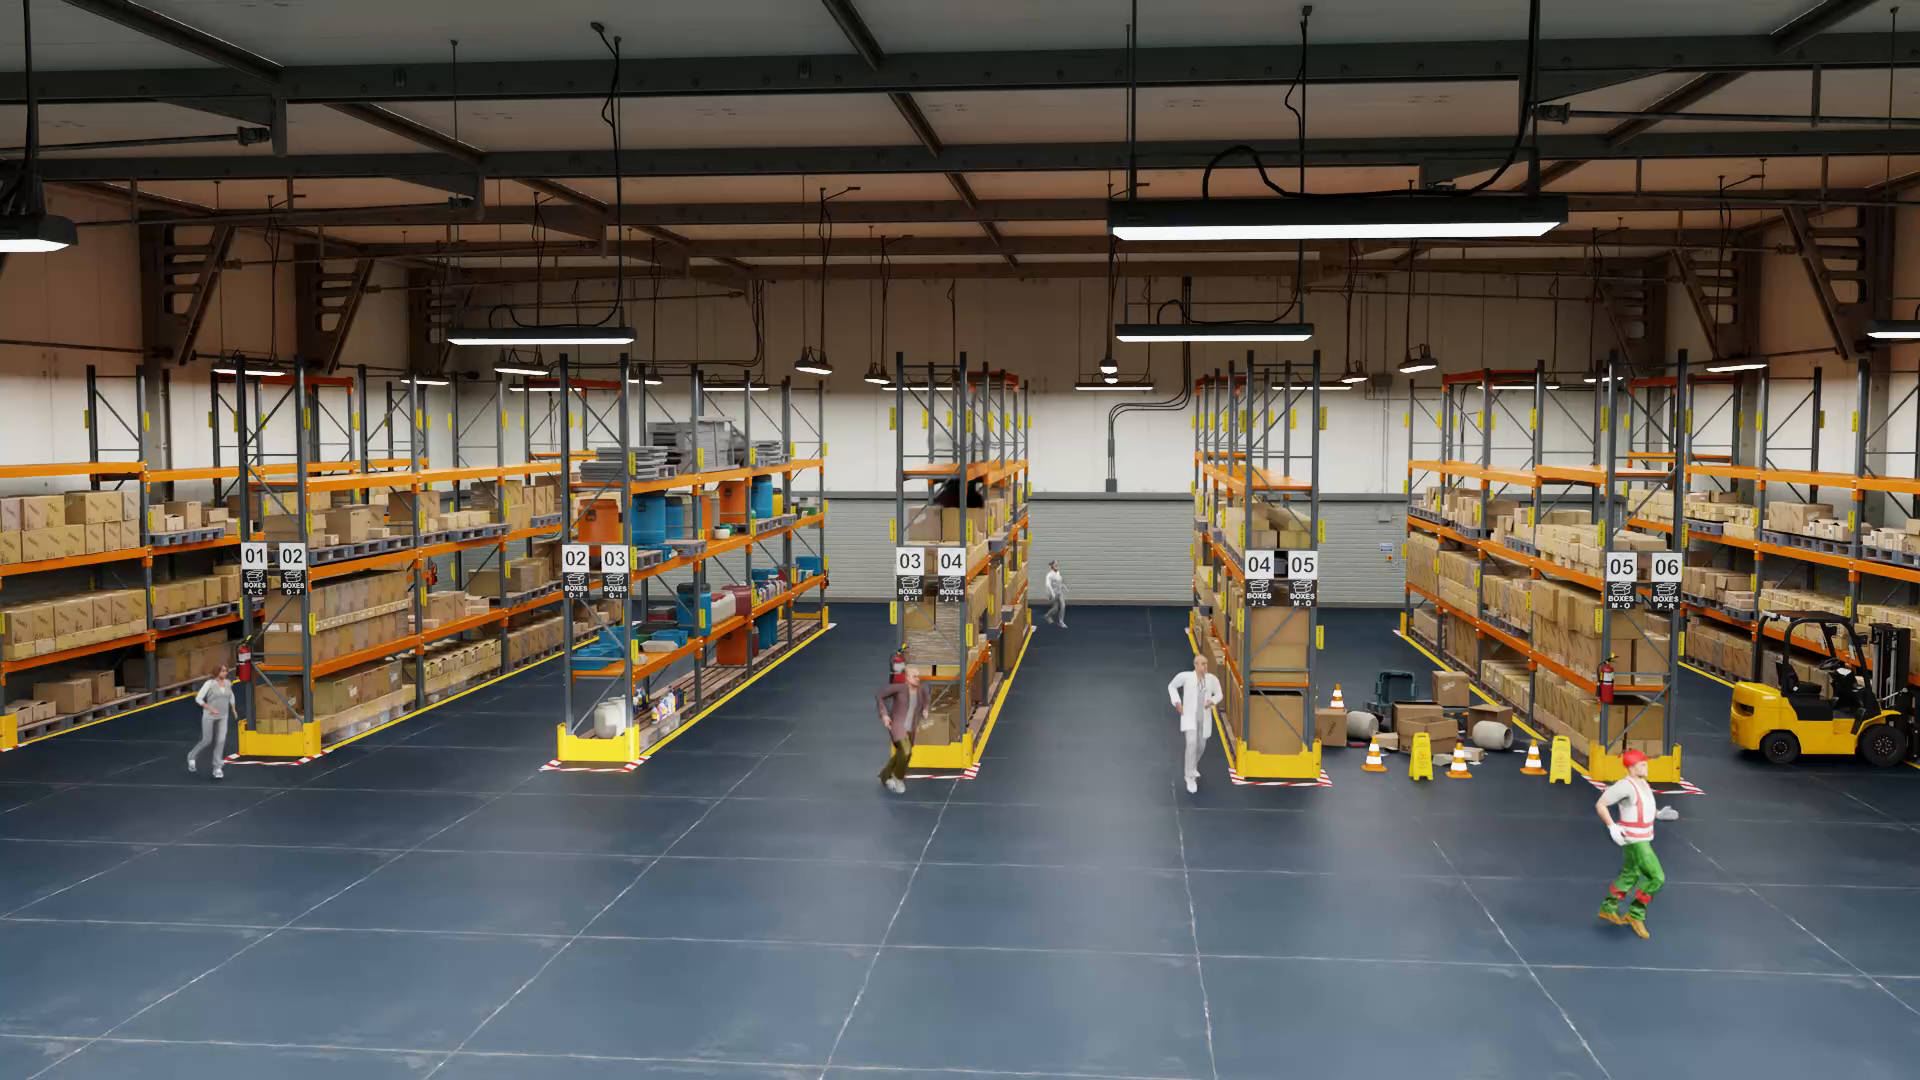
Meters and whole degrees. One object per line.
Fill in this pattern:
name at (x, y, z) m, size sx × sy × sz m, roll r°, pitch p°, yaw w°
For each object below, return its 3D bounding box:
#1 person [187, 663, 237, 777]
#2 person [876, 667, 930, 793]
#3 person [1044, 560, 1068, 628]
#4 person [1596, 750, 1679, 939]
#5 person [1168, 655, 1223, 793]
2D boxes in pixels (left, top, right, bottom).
person at (-10.534, 2.528, 23.602) m, size 0.803 × 1.564 × 0.606 m, roll 3°, pitch 5°, yaw 38°
person at (-0.761, 2.573, 22.580) m, size 0.745 × 1.731 × 0.845 m, roll -3°, pitch 5°, yaw -38°
person at (2.290, 1.311, 40.594) m, size 0.686 × 1.665 × 0.746 m, roll -4°, pitch 6°, yaw -44°
person at (6.610, 2.956, 16.235) m, size 0.735 × 1.817 × 0.641 m, roll 3°, pitch 5°, yaw 39°
person at (3.289, 2.488, 22.941) m, size 0.706 × 1.806 × 1.004 m, roll -1°, pitch 4°, yaw -13°
